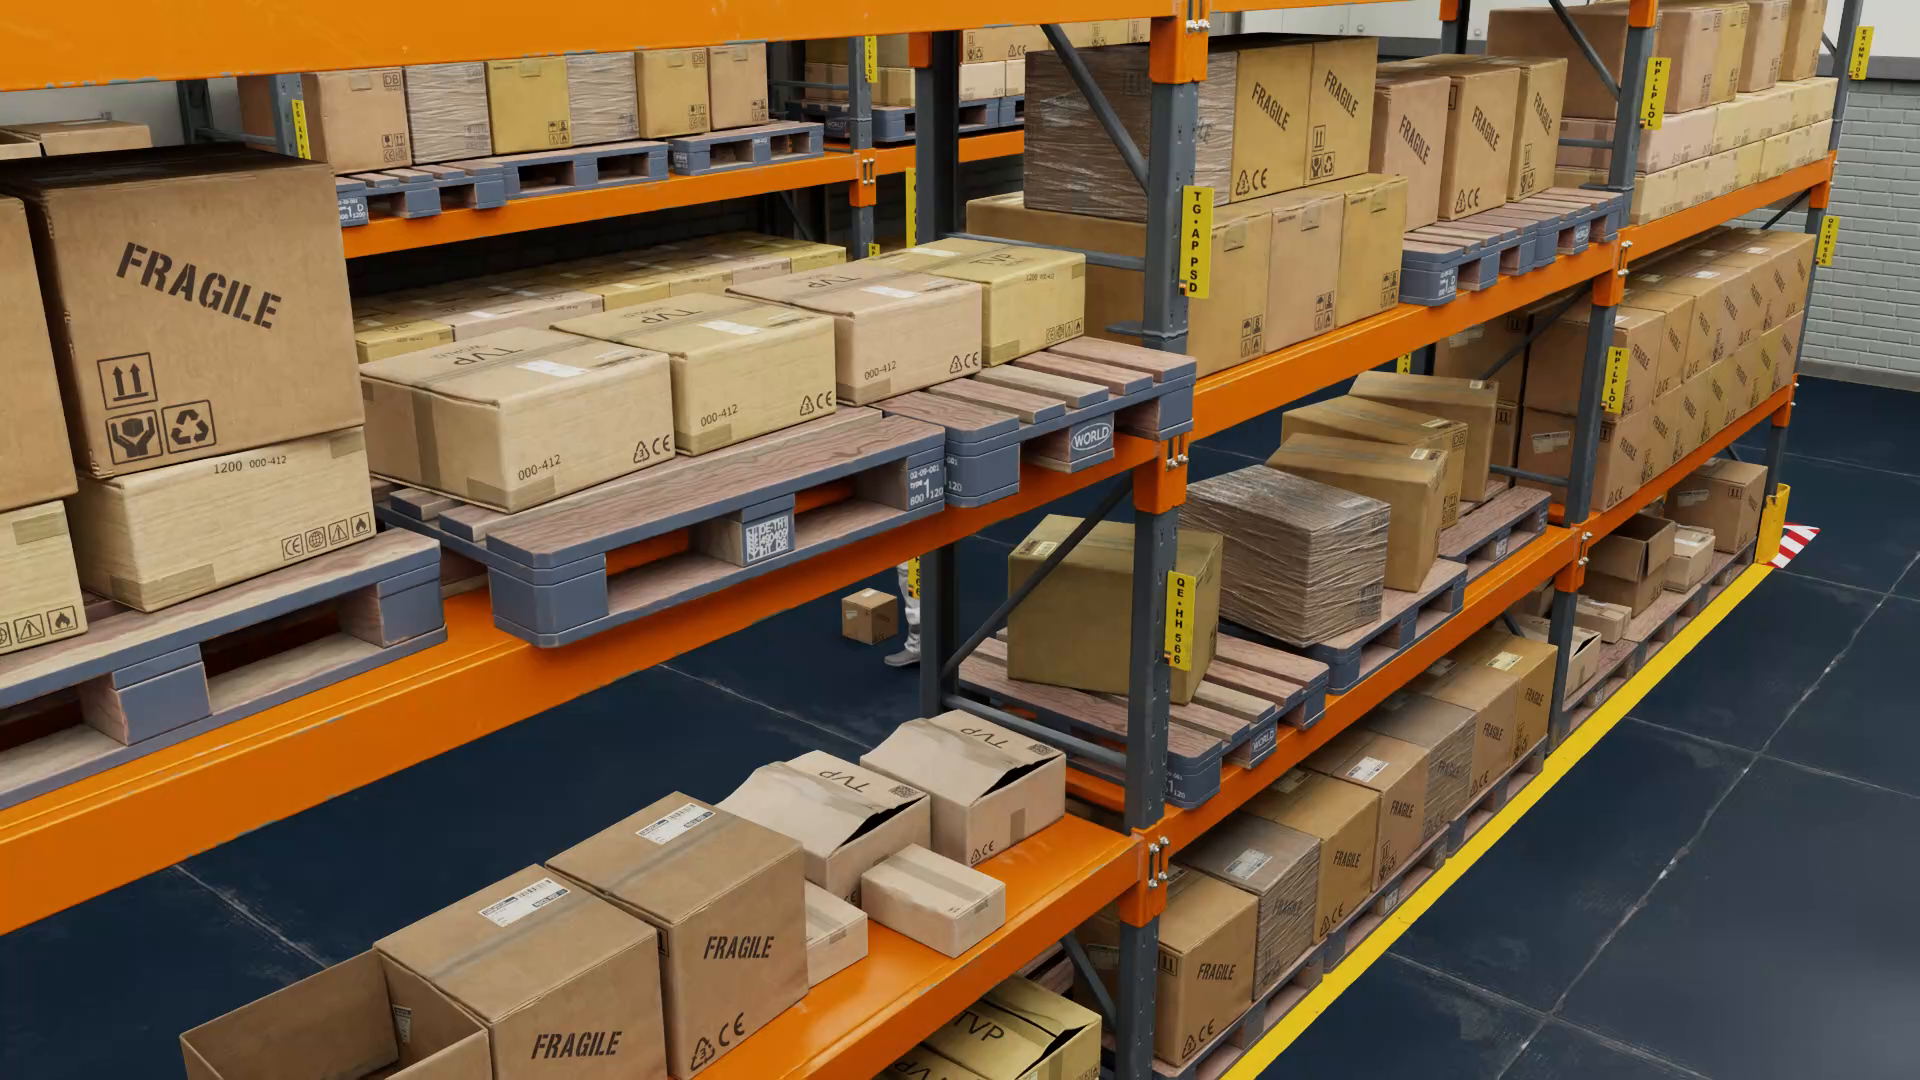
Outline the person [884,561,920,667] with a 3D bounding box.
[{"bbox_3d":[-0.209,-0.150,9.917,0.361,1.818,0.556,16,26,37],"label":"person"}]
